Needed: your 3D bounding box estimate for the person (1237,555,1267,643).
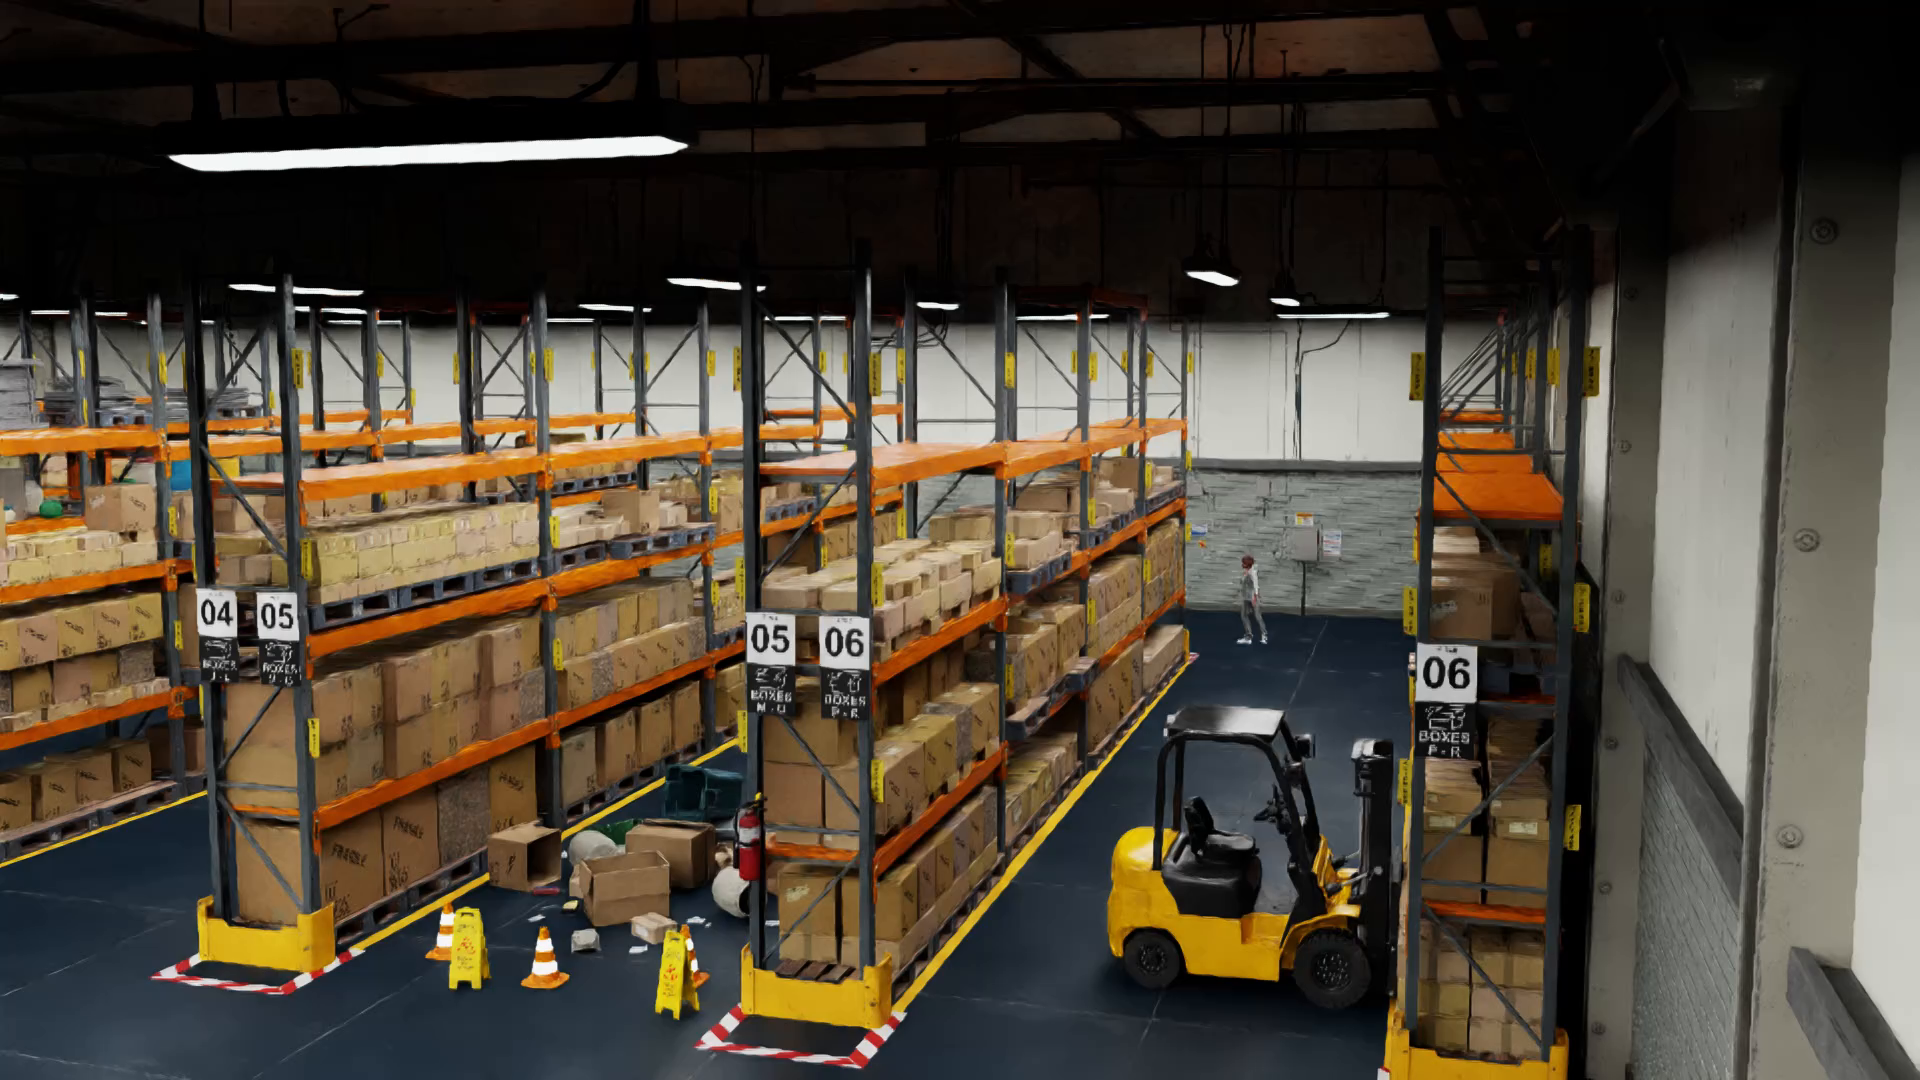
[{"bbox_3d":[5.256,1.054,29.794,0.532,1.586,0.457,-3,7,-22],"label":"person"}]
